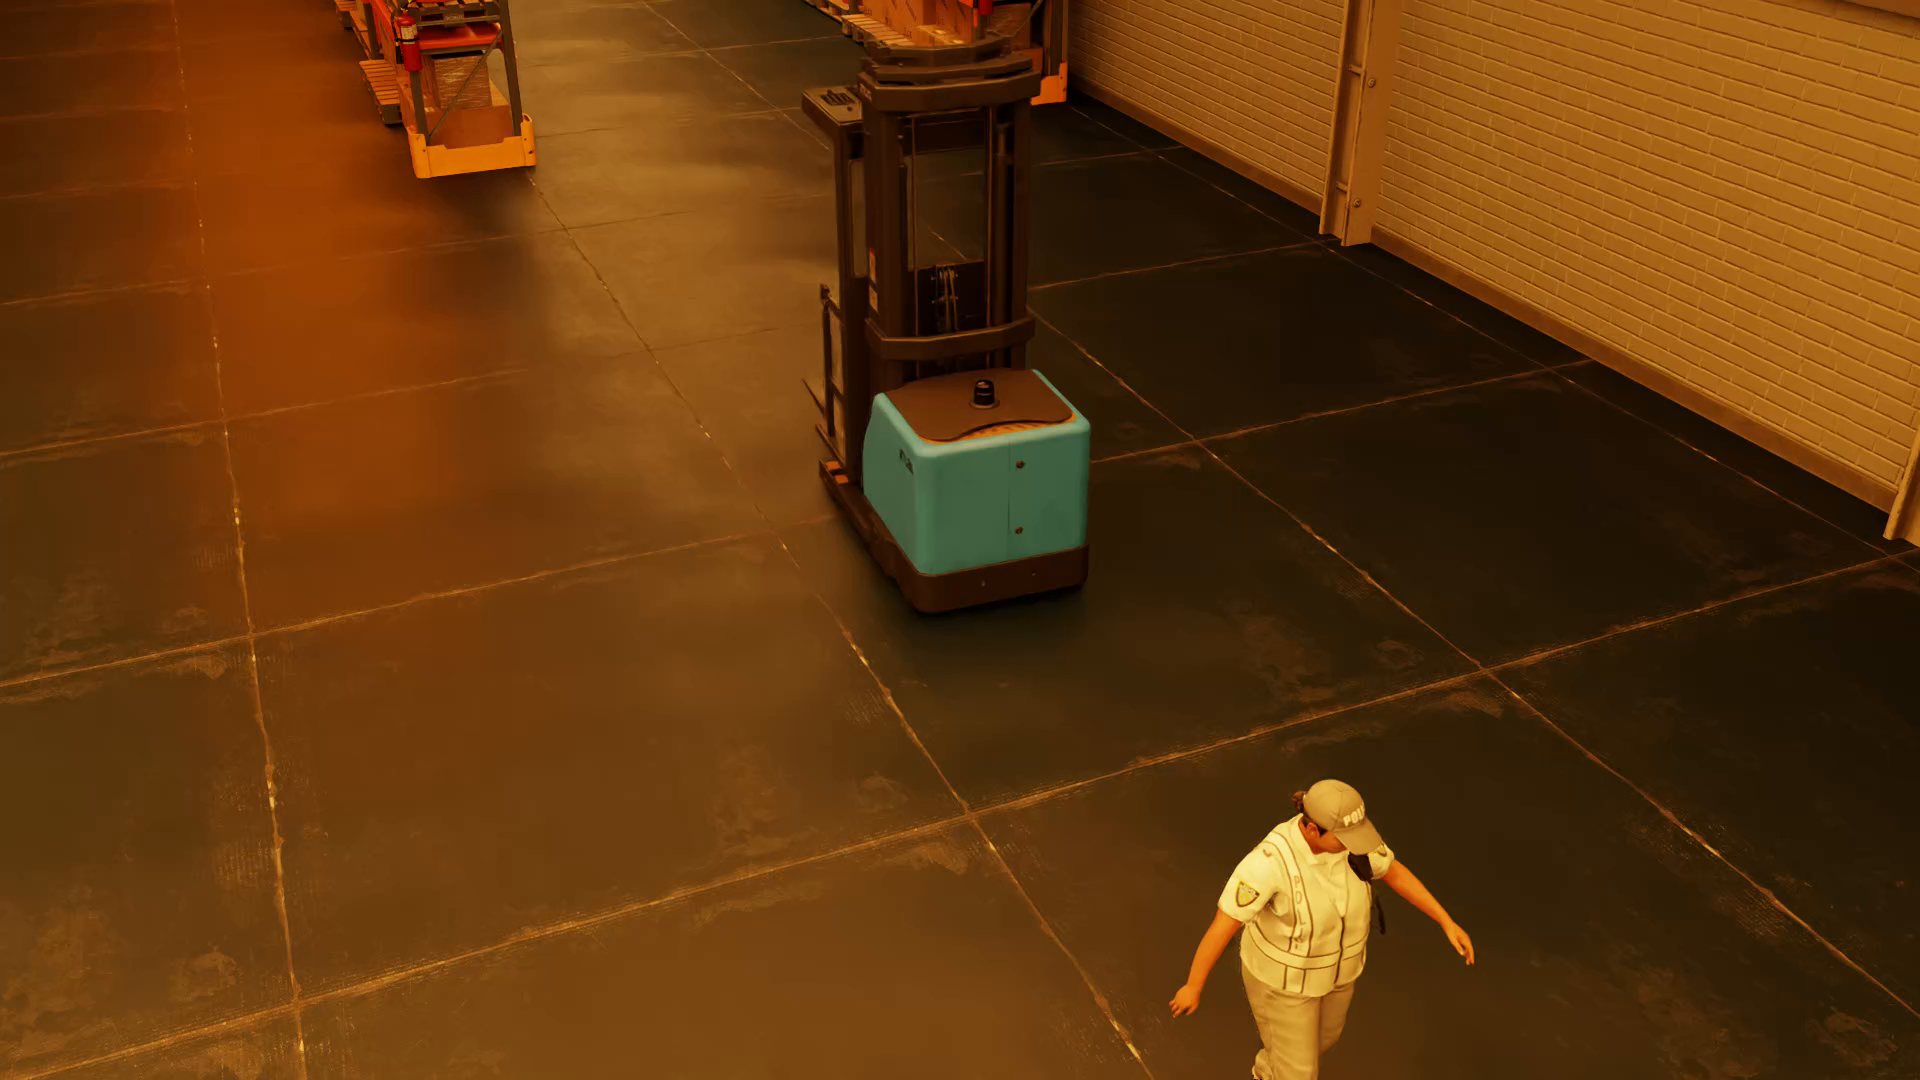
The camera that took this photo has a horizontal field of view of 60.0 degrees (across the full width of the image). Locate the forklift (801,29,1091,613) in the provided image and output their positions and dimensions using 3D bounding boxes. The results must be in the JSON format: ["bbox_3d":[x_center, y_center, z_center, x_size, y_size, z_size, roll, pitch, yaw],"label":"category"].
[{"bbox_3d":[-0.258,-1.584,9.890,1.130,2.935,3.031,-10,31,-18],"label":"forklift"}]

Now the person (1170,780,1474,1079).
[{"bbox_3d":[1.213,1.547,5.753,0.919,1.653,0.693,-16,33,-25],"label":"person"}]
